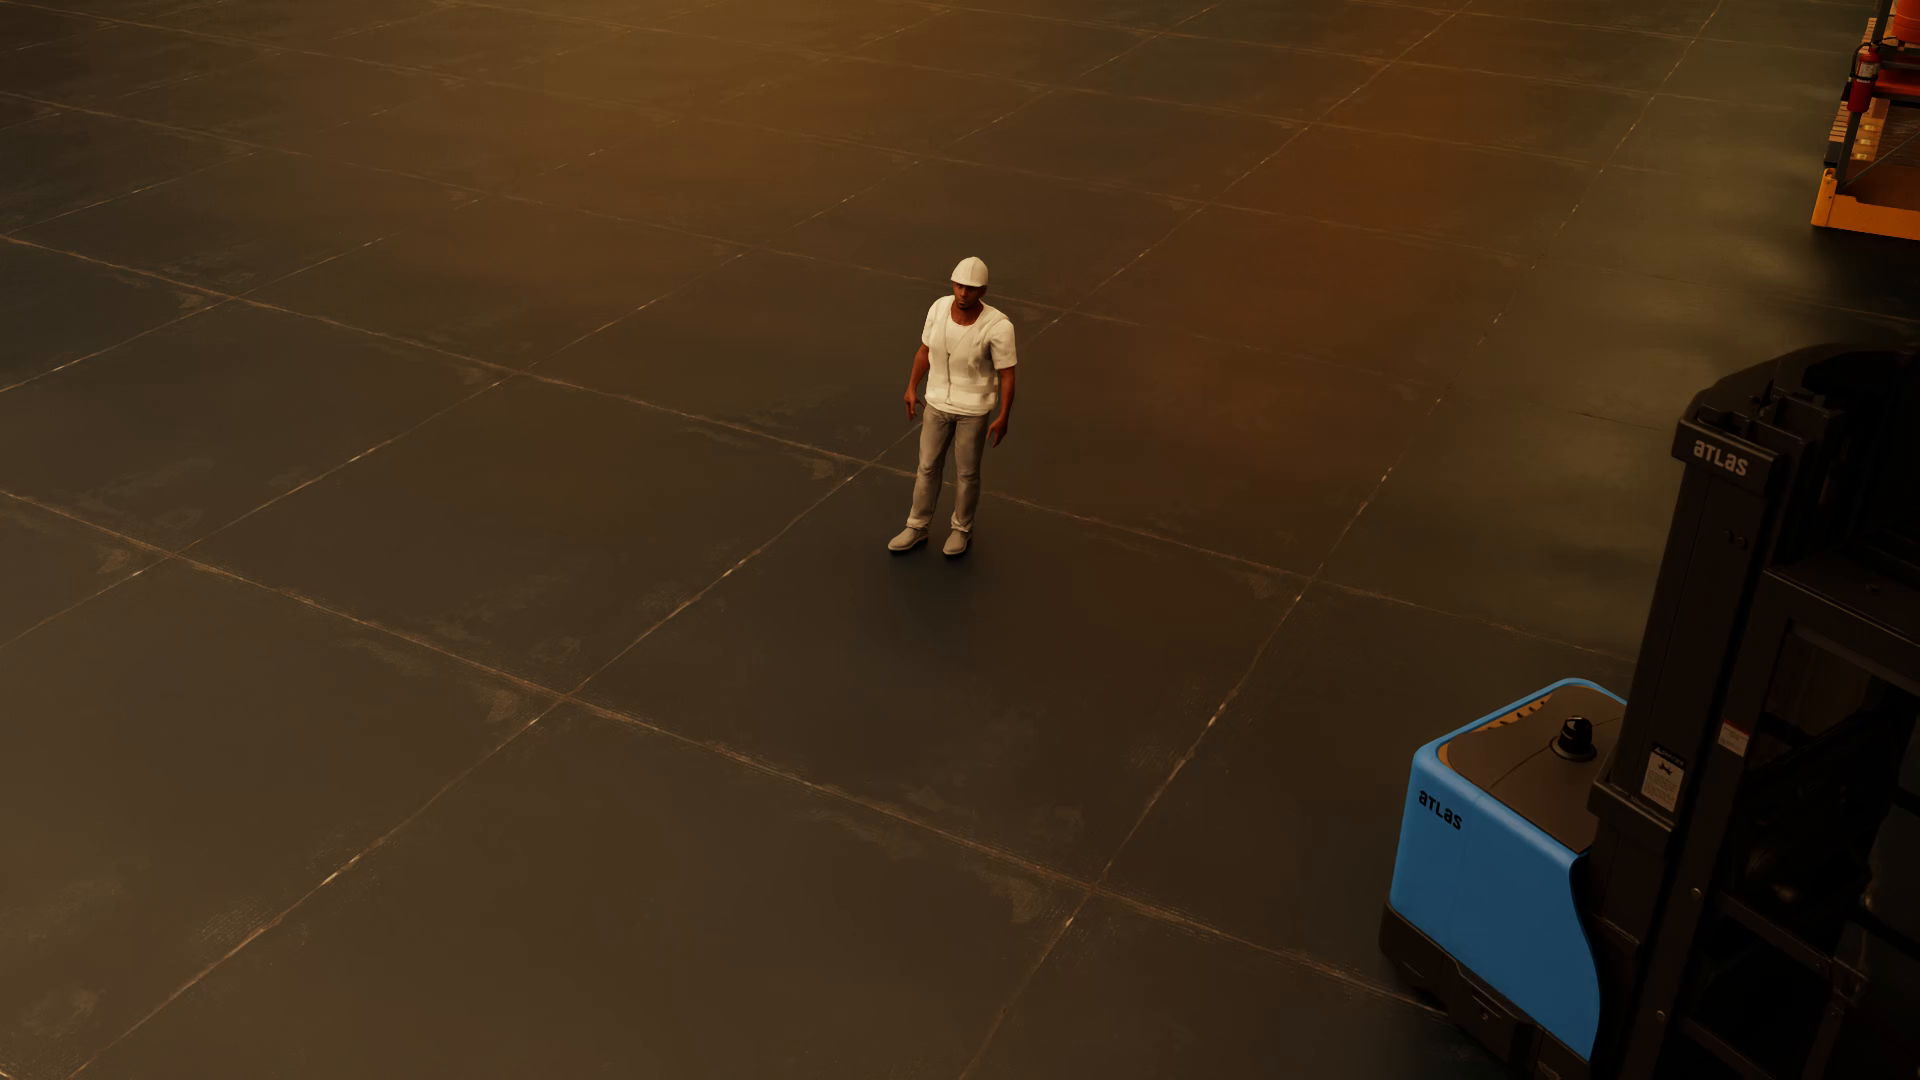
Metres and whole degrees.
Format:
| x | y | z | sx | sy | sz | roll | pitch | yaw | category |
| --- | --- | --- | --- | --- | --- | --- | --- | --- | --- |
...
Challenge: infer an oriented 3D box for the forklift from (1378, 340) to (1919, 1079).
| x | y | z | sx | sy | sz | roll | pitch | yaw | category |
| --- | --- | --- | --- | --- | --- | --- | --- | --- | --- |
| 2.973 | 0.957 | 5.412 | 1.130 | 2.935 | 3.031 | -18 | 35 | -28 | forklift |

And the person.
| x | y | z | sx | sy | sz | roll | pitch | yaw | category |
| --- | --- | --- | --- | --- | --- | --- | --- | --- | --- |
| -0.039 | -0.742 | 9.507 | 0.665 | 1.768 | 0.575 | 15 | 33 | 25 | person |
